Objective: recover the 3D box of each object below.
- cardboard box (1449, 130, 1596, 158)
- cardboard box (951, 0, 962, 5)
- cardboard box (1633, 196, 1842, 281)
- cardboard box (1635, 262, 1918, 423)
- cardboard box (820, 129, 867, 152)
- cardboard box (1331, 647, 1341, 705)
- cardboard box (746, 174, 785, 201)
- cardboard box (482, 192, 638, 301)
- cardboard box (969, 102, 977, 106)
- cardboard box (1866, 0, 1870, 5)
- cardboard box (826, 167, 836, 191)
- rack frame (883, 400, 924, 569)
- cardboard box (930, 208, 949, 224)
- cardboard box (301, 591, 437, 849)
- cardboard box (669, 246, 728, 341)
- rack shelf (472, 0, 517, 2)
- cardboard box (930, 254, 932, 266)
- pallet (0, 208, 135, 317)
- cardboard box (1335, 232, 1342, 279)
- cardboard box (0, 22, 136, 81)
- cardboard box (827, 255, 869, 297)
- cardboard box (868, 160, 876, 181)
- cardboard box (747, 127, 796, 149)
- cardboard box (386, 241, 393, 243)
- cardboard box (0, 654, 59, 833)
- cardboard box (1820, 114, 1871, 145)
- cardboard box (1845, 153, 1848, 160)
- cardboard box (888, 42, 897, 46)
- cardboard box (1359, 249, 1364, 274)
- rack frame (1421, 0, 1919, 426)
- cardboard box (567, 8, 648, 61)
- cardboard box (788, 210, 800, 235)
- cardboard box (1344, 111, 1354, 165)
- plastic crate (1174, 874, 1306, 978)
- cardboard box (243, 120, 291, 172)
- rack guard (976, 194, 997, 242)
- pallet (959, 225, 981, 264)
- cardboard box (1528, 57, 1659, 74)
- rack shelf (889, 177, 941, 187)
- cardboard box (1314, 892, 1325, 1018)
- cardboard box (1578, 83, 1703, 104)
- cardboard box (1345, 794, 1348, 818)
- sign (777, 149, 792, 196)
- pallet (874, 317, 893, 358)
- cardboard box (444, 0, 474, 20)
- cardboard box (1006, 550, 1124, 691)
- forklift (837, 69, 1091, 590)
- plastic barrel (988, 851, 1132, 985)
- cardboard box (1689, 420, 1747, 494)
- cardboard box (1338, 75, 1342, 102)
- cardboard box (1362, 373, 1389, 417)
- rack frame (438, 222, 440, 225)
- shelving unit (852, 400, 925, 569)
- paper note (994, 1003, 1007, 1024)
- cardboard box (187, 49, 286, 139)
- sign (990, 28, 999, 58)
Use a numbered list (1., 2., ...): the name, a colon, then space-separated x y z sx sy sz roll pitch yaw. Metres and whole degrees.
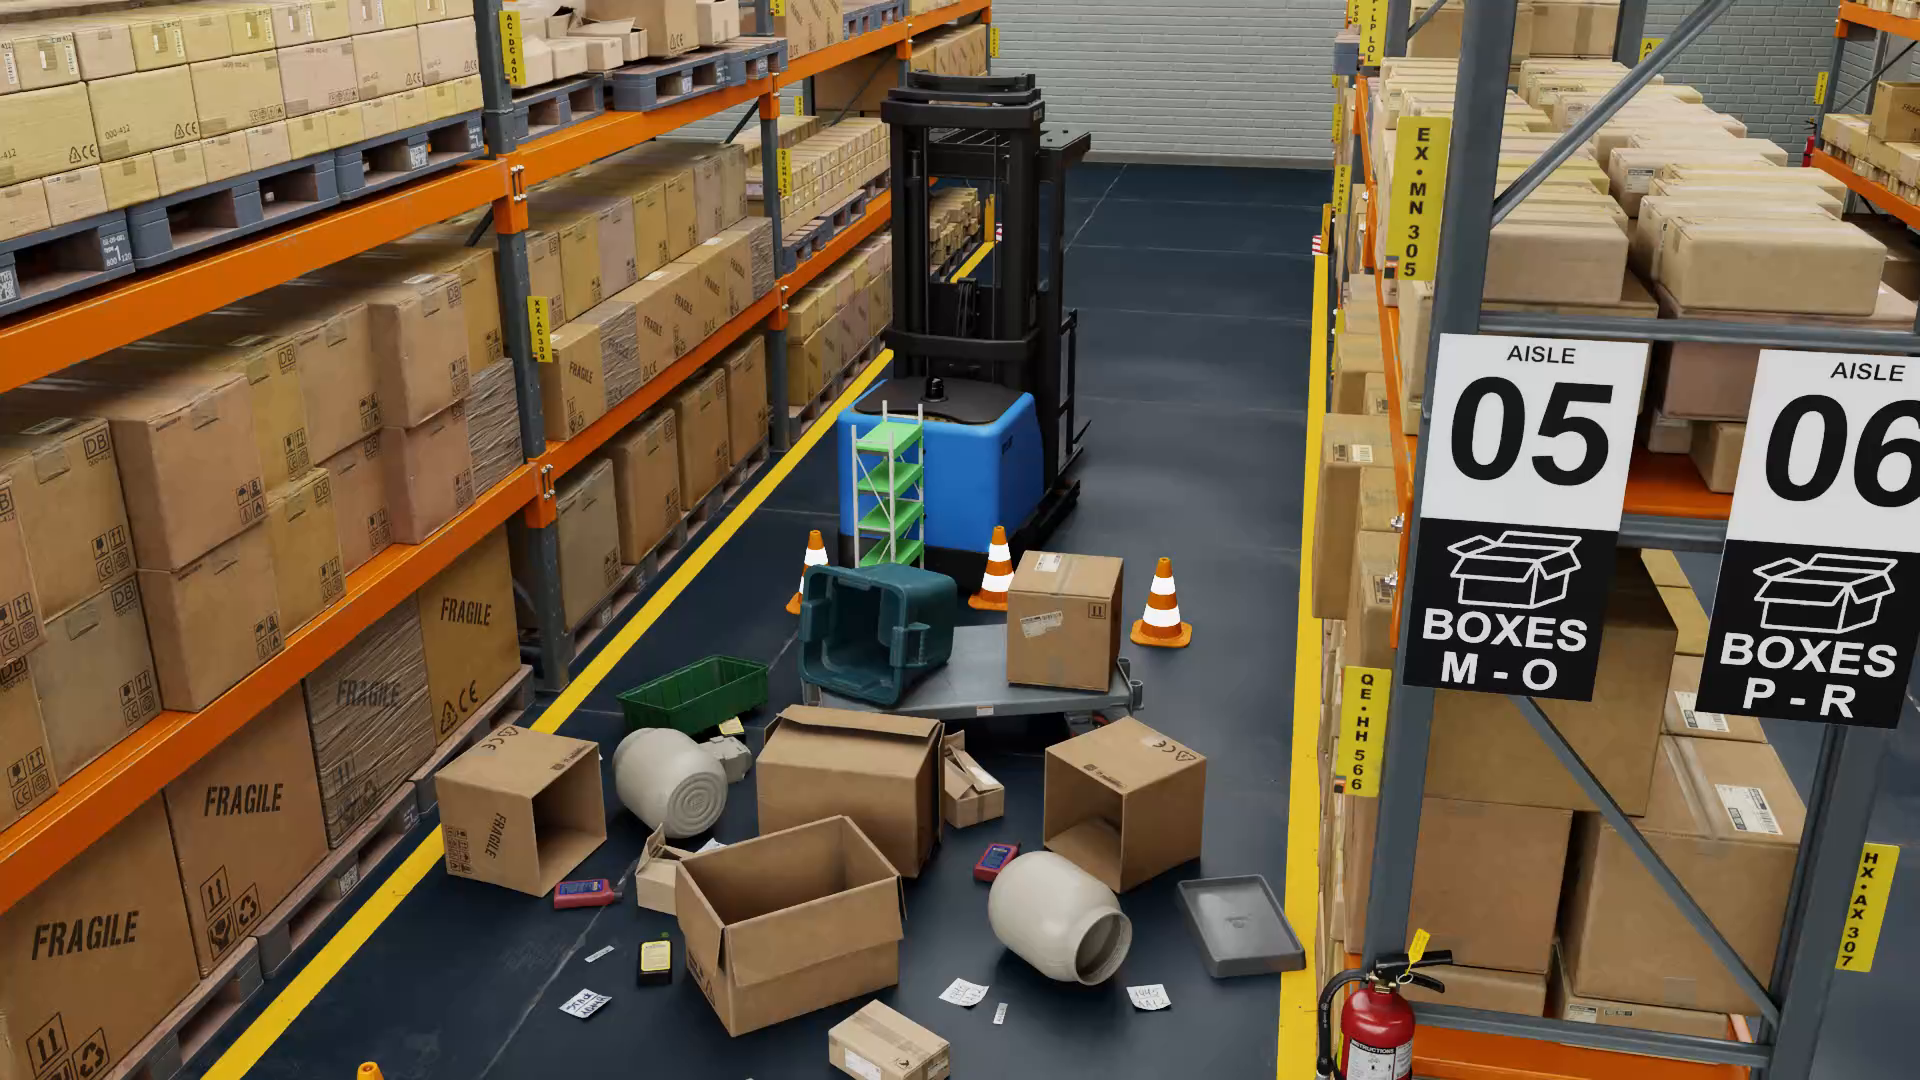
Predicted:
1. cardboard box: 1.595 -1.077 4.767 0.380 0.149 0.250 4 22 9
2. cardboard box: -0.283 -5.593 16.910 0.500 0.250 0.500 5 23 13
3. cardboard box: 1.761 -0.681 3.784 0.380 0.149 0.250 4 22 11
4. cardboard box: 1.816 -0.452 3.749 0.500 0.250 0.500 4 22 10
5. cardboard box: -1.018 -3.462 14.412 0.380 0.149 0.250 4 22 11
6. cardboard box: 1.697 0.565 6.683 0.380 0.149 0.250 5 23 13
7. cardboard box: -1.496 -2.605 12.285 0.380 0.149 0.250 4 22 11
8. cardboard box: -2.295 -1.697 9.581 0.700 0.500 0.500 5 22 11
9. cardboard box: -0.099 -4.833 18.307 0.500 0.500 0.500 4 22 10
10. cardboard box: 9.257 -5.382 16.522 0.380 0.149 0.250 5 22 12
11. cardboard box: -1.225 -2.944 13.524 0.380 0.149 0.250 4 22 10
12. rack frame: -0.332 -0.237 9.836 0.240 1.200 0.015 7 23 17
13. cardboard box: -0.322 -3.484 17.947 0.380 0.149 0.250 4 22 9
14. cardboard box: -2.974 0.713 7.349 0.875 0.875 0.875 5 22 11
15. cardboard box: -1.815 -1.591 10.655 0.500 0.500 0.500 4 22 10
16. rack shelf: -5.392 -5.762 18.093 1.077 0.370 4.000 4 22 11
17. cardboard box: -0.498 -2.929 17.365 0.380 0.149 0.250 4 22 9
18. pallet: -3.272 -0.792 4.907 1.003 0.211 1.213 4 22 11
19. cardboard box: 3.023 -2.078 12.198 0.500 0.250 0.500 5 22 12
20. cardboard box: -2.826 -1.525 5.182 0.380 0.149 0.250 4 22 10
21. cardboard box: -1.081 -2.268 14.250 0.500 0.250 0.500 3 22 9
22. cardboard box: -0.957 -3.290 14.781 0.380 0.149 0.250 4 22 11
23. cardboard box: -1.655 -3.516 14.546 0.380 0.149 0.250 4 22 10
24. cardboard box: -6.092 -2.620 15.625 1.225 0.875 0.875 4 22 9
25. cardboard box: -3.382 0.622 5.093 0.875 0.550 0.550 4 22 11
26. cardboard box: 9.221 -4.226 17.135 0.500 0.250 0.500 5 22 11
27. cardboard box: 9.216 -3.892 16.839 0.380 0.149 0.250 4 22 10
28. cardboard box: -0.915 -4.774 16.822 0.500 0.500 0.500 5 22 12
29. cardboard box: 2.350 -1.227 8.791 0.500 0.500 0.500 5 23 13
30. rack frame: 1.453 -1.612 2.810 1.000 3.000 0.127 4 22 11
31. cardboard box: -2.008 -2.871 9.435 0.396 0.266 0.258 4 22 11
32. cardboard box: -1.437 -2.420 12.620 0.380 0.149 0.250 6 23 14
33. cardboard box: 3.250 -3.028 12.884 0.500 0.500 0.500 4 22 10
34. plastic crate: 1.146 1.574 6.838 0.402 0.080 0.583 -3 22 -8
35. cardboard box: -2.669 -1.432 6.020 0.380 0.149 0.250 4 22 11
36. rack guard: -0.164 -3.833 19.703 1.175 0.500 0.348 4 22 11
37. pallet: -0.365 -3.405 19.026 1.003 0.211 1.213 4 22 11
38. cardboard box: 2.781 -1.991 7.407 0.500 0.250 0.500 4 22 9
39. rack shelf: -0.557 -3.956 17.623 1.077 0.370 4.000 4 22 11
40. cardboard box: 1.569 1.555 6.096 0.500 0.250 0.500 4 22 9
41. cardboard box: 2.375 -1.510 5.841 0.380 0.149 0.250 5 22 12
42. cardboard box: 1.401 0.585 4.855 0.500 0.500 0.500 5 22 11
43. sign: -1.237 -2.591 11.722 0.100 0.325 0.005 4 22 11
44. pallet: -1.122 -1.980 15.486 1.003 0.211 1.213 4 22 11
45. cardboard box: -2.360 -2.360 7.256 0.380 0.149 0.250 4 22 10
46. cardboard box: 0.521 0.392 8.198 0.500 0.500 0.500 4 22 11
47. forklift: 0.195 -1.581 10.855 1.130 2.935 3.031 7 23 17
48. plastic barrel: 0.392 1.495 6.574 0.421 0.421 0.512 -16 27 -35
49. cardboard box: 1.839 -0.200 3.657 0.380 0.149 0.250 4 22 11
50. cardboard box: 4.242 -4.847 17.402 0.500 0.500 0.500 4 22 9
51. cardboard box: 1.695 -0.231 5.542 0.700 0.500 0.500 4 22 11
52. rack frame: -5.800 -3.973 16.703 1.000 3.000 0.127 4 22 11
53. shelving unit: -0.408 -0.151 9.621 0.258 1.200 0.503 7 23 17
54. paper note: 0.155 1.808 6.351 0.032 0.001 0.123 4 22 11
55. cardboard box: -2.756 -1.581 5.855 0.500 0.250 0.500 4 22 11
56. sign: 0.391 -5.655 18.906 0.100 0.325 0.005 4 22 11
